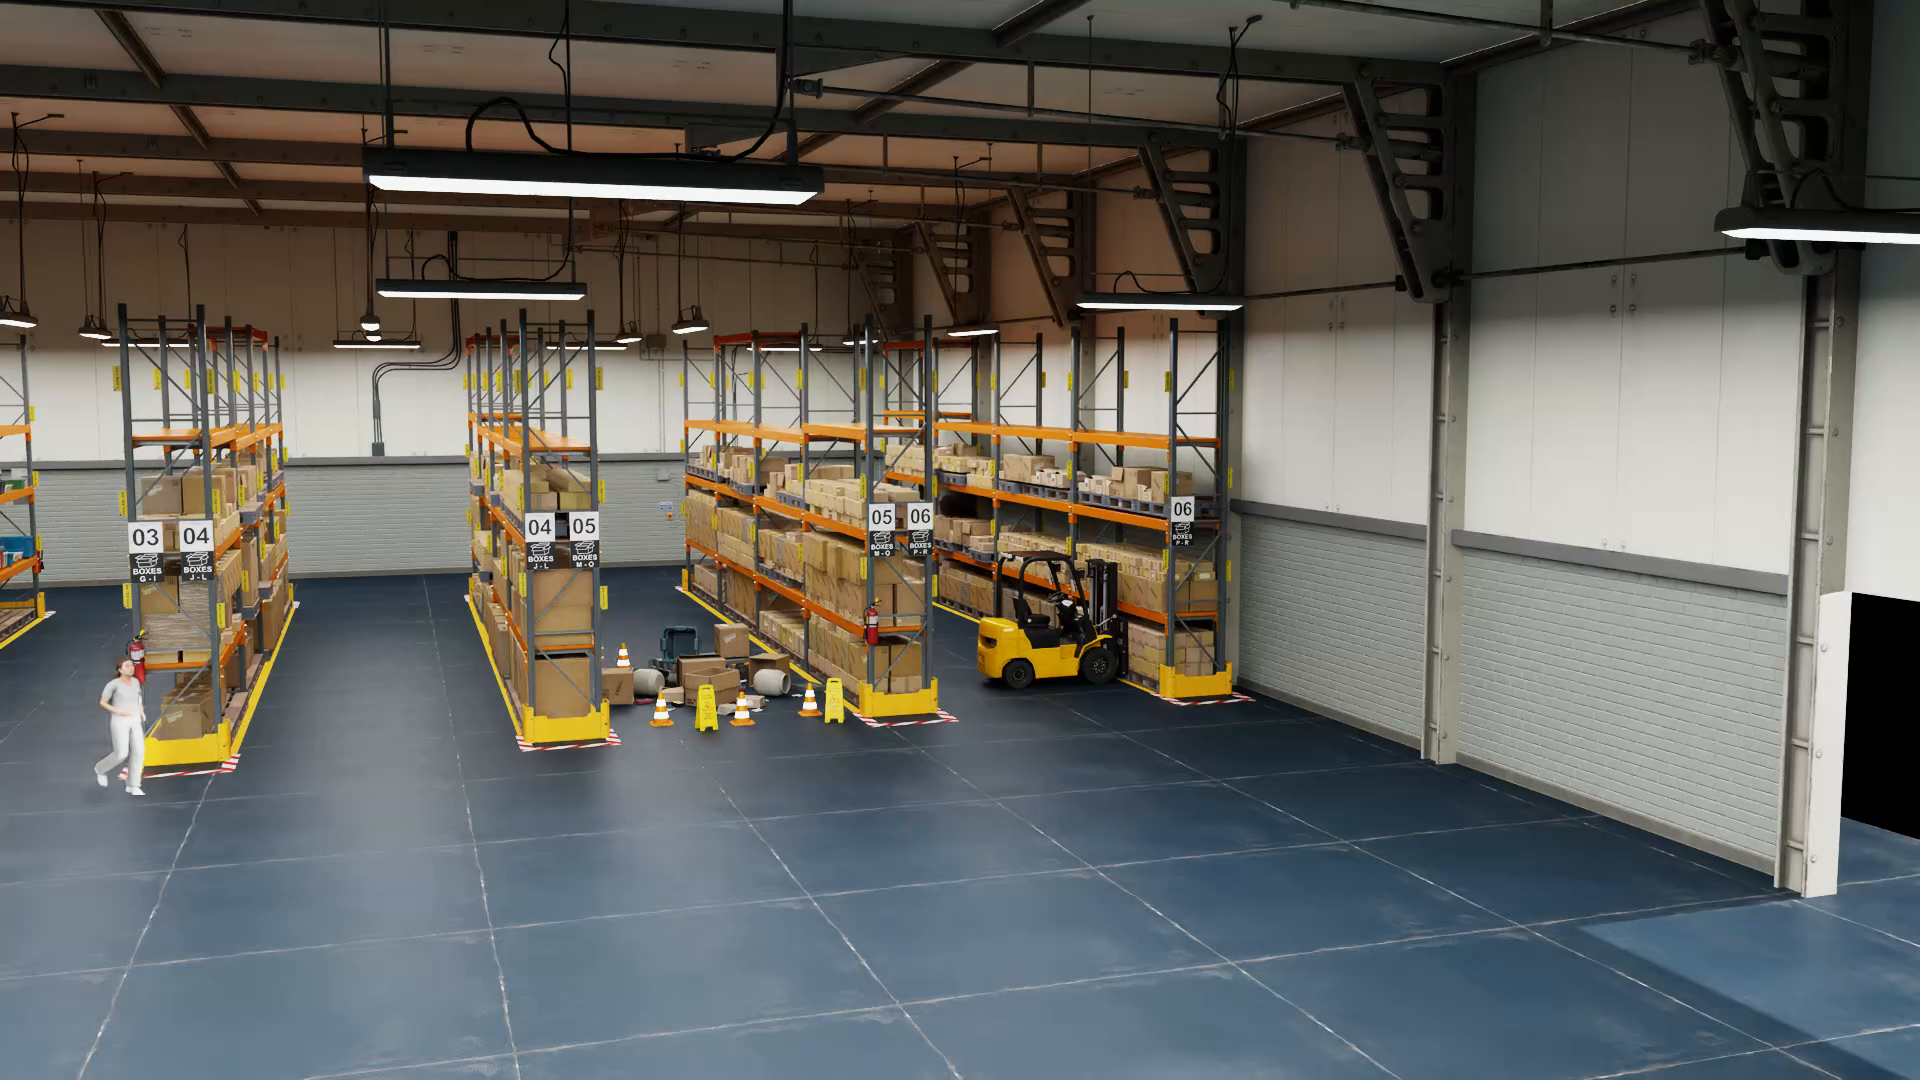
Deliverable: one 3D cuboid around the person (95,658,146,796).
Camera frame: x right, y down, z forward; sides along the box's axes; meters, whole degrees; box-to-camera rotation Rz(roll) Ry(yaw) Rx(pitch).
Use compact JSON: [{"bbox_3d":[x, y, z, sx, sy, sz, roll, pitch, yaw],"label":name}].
[{"bbox_3d":[-10.201,2.263,20.327,0.782,1.667,0.590,3,6,28],"label":"person"}]
